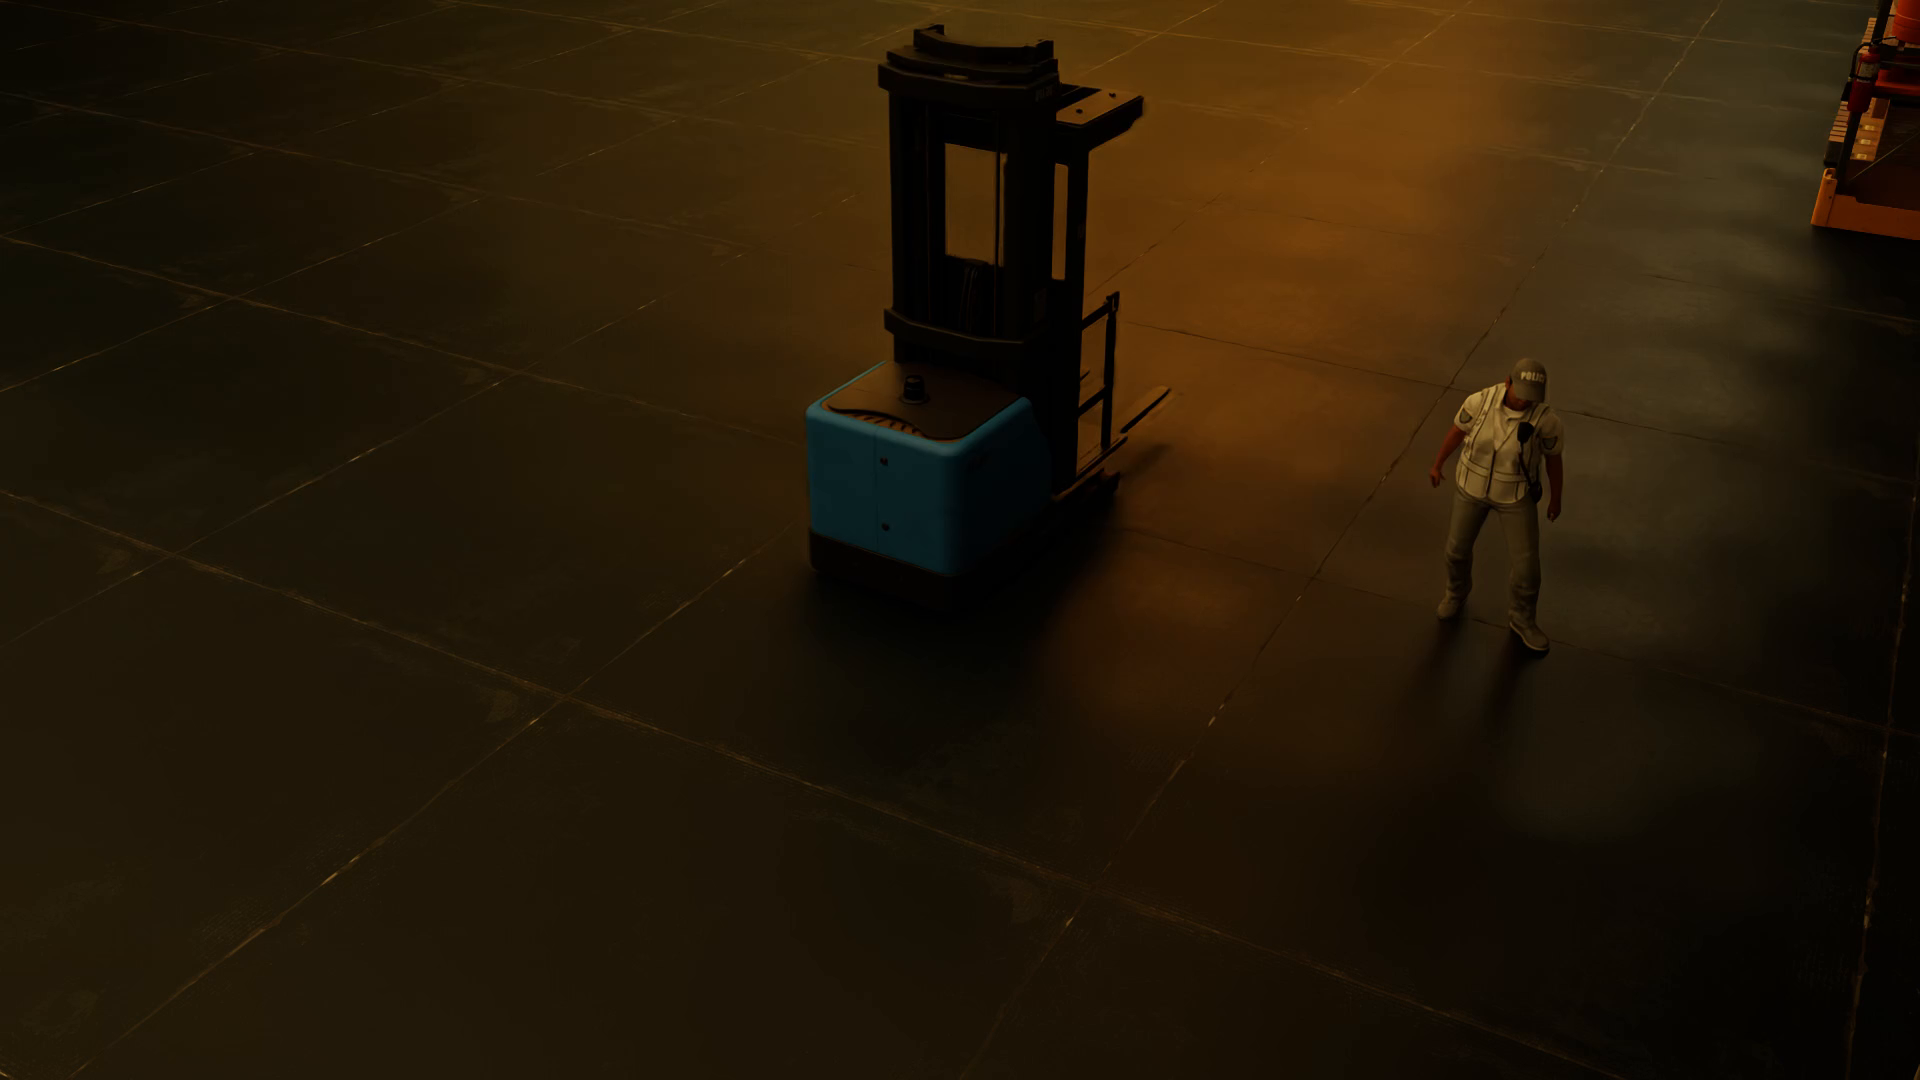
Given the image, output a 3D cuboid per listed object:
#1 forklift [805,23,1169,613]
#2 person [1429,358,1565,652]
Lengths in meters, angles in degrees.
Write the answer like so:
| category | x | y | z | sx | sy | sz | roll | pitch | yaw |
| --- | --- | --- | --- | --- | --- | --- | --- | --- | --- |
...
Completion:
| category | x | y | z | sx | sy | sz | roll | pitch | yaw |
| --- | --- | --- | --- | --- | --- | --- | --- | --- | --- |
| forklift | 0.341 | -1.563 | 9.778 | 1.130 | 2.935 | 3.031 | 17 | 34 | 27 |
| person | 2.862 | -0.232 | 8.803 | 0.819 | 1.636 | 0.472 | 17 | 34 | 27 |
